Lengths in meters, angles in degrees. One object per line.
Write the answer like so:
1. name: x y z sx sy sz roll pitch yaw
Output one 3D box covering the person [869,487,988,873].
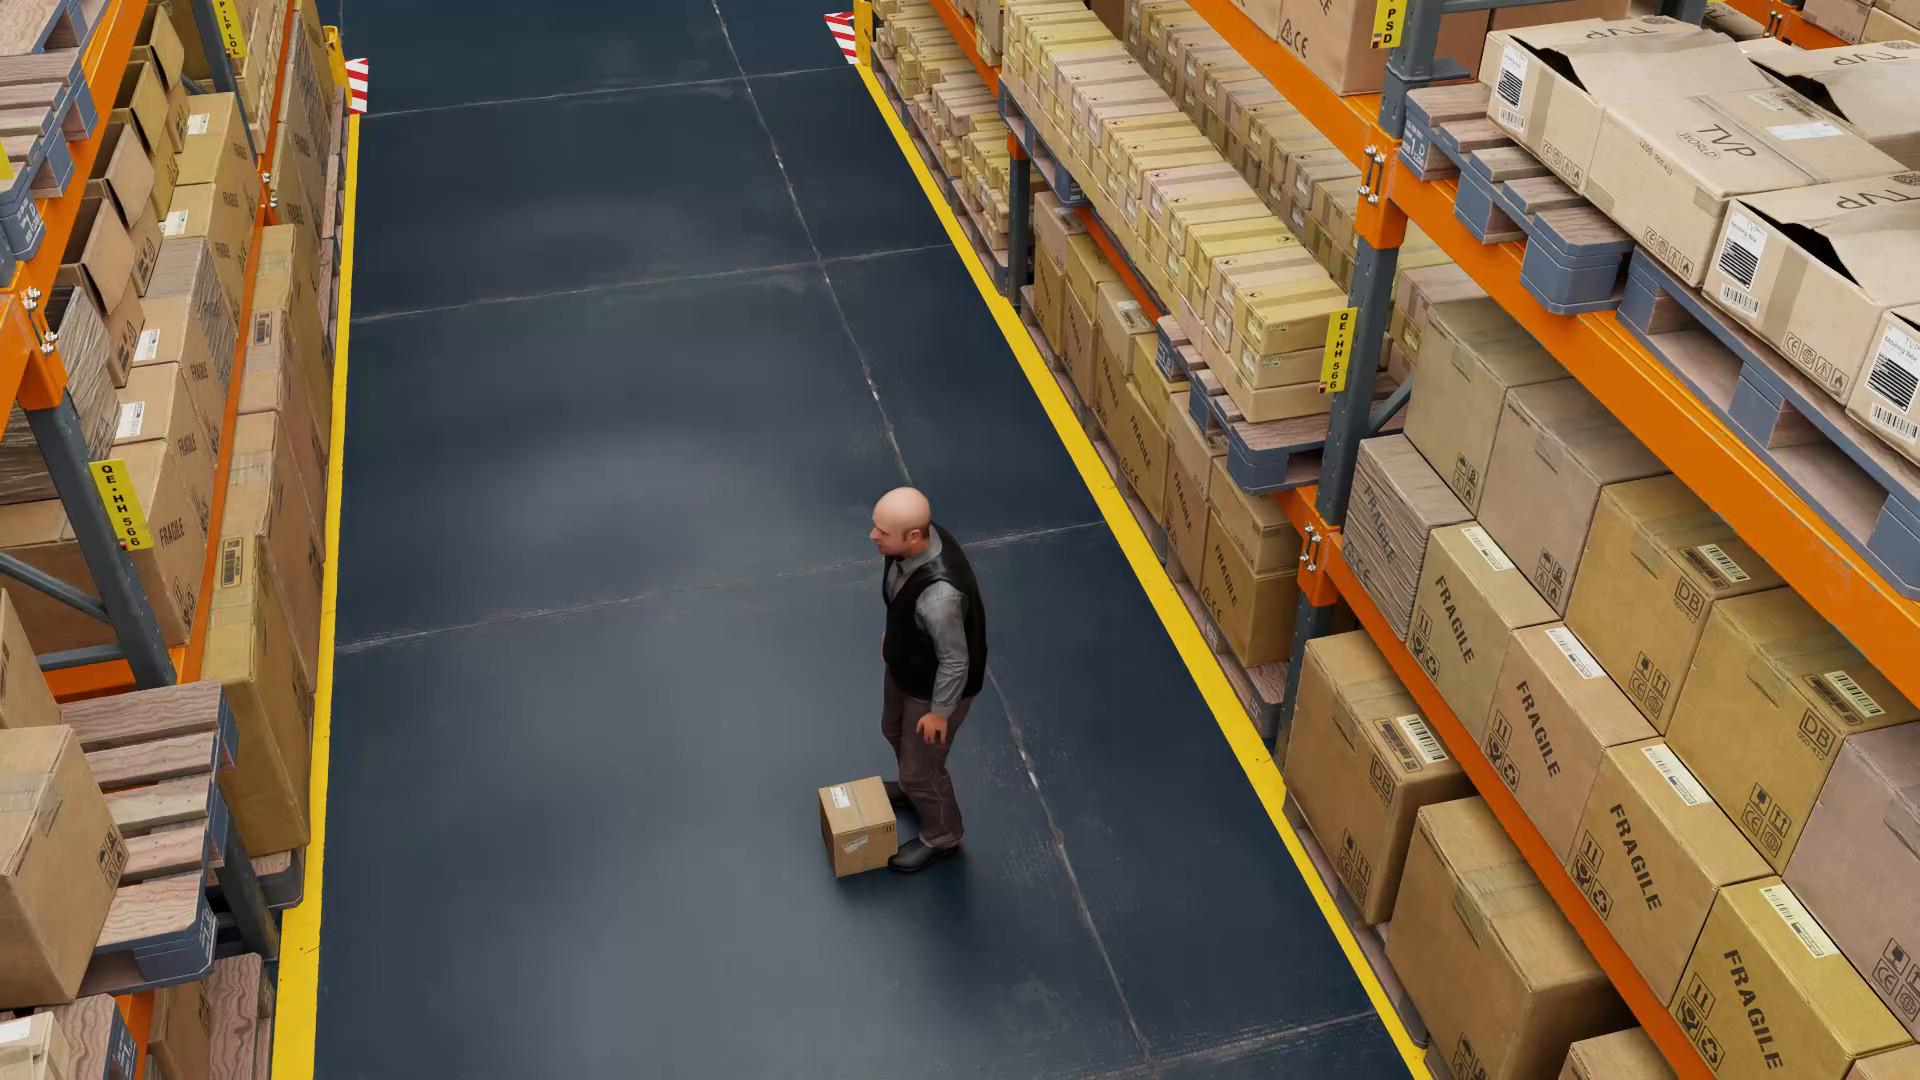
1. person: -0.123 0.490 6.107 0.418 1.719 0.585 -12 39 -14
